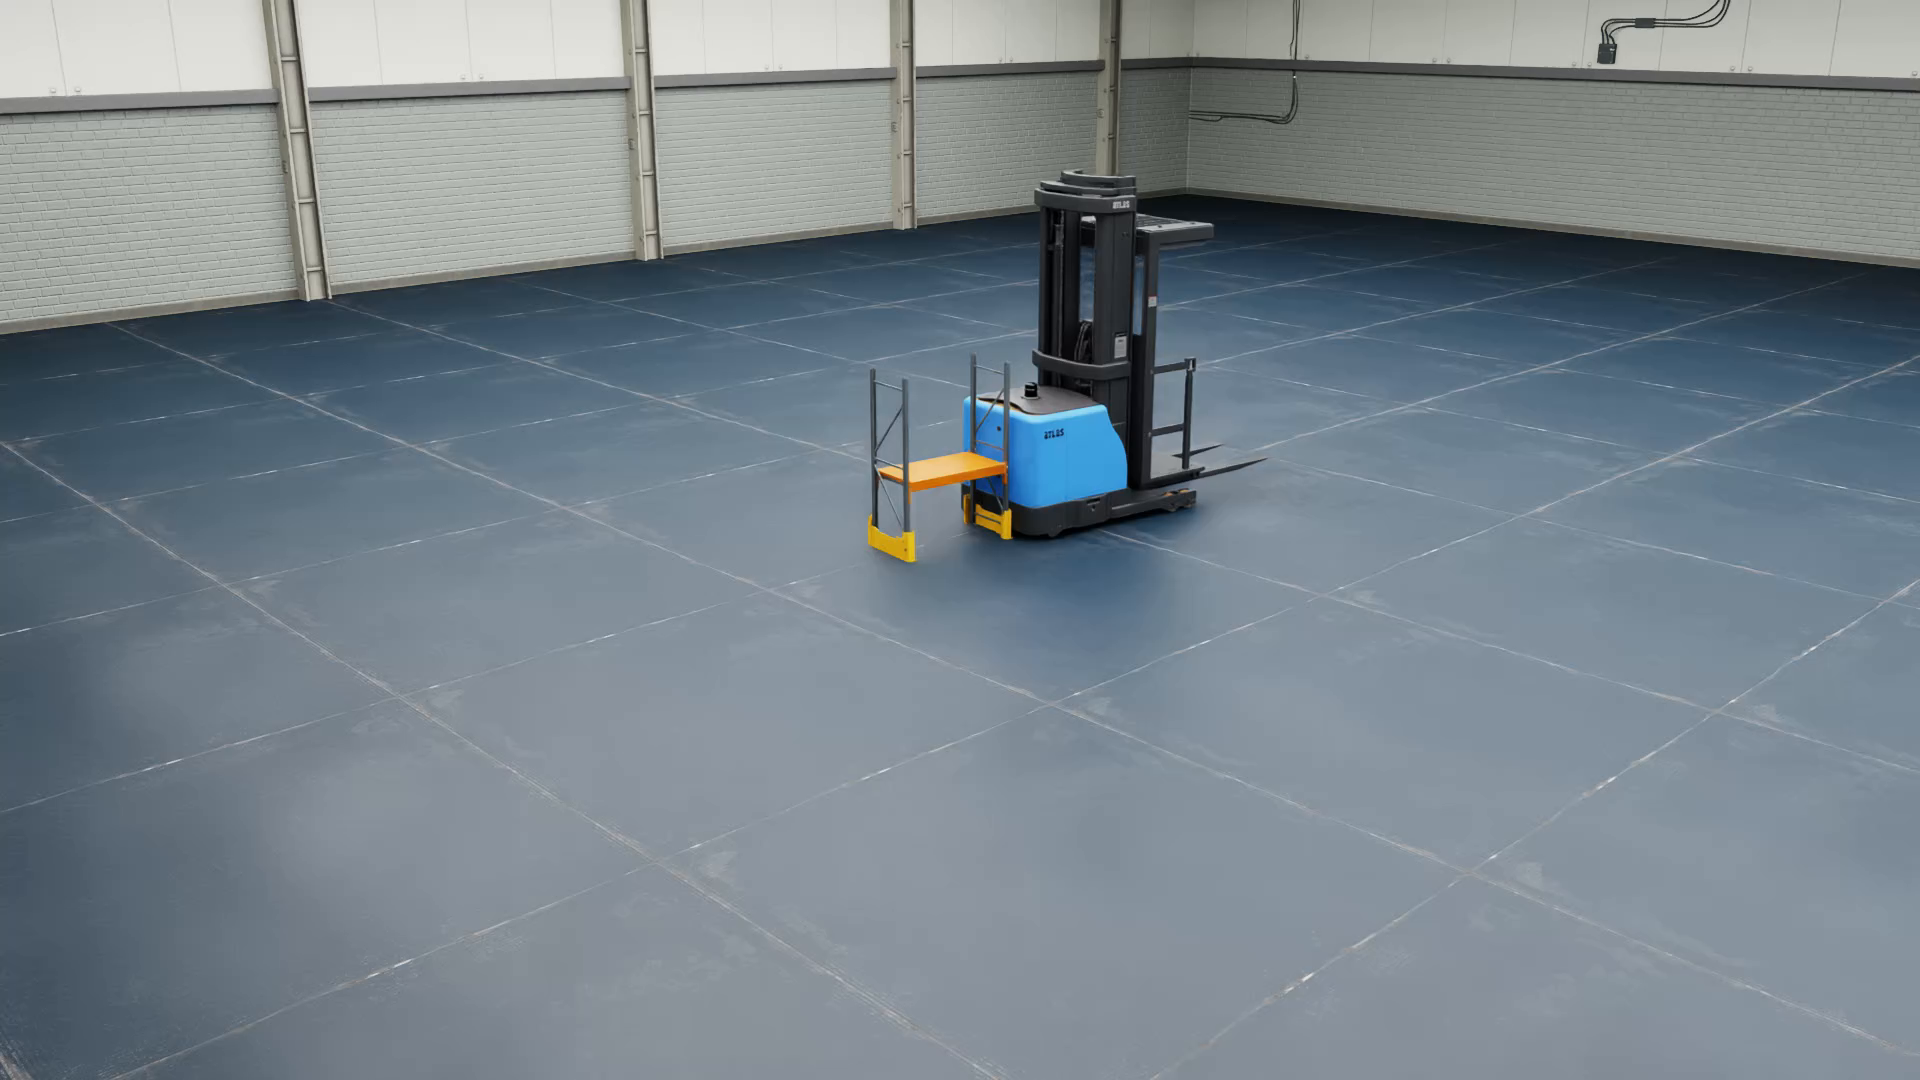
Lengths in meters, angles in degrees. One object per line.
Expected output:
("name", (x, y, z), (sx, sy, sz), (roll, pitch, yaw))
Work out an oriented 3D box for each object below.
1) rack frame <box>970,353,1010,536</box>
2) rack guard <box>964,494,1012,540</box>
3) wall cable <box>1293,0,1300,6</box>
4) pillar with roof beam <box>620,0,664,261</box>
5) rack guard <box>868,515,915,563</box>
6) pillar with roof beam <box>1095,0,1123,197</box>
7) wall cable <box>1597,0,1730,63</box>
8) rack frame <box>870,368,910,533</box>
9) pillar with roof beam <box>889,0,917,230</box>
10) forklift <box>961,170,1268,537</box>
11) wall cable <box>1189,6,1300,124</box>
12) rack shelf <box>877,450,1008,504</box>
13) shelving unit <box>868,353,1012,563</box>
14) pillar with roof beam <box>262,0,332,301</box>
("rack frame", (0.248, -0.796, 14.007), (0.032, 1.500, 0.500), (-13, 22, -35))
("rack guard", (0.233, -0.197, 14.188), (0.087, 0.250, 0.587), (-13, 22, -35))
("wall cable", (8.163, -12.422, 34.554), (0.112, 2.526, 3.097), (-16, 24, -41))
("pillar with roof beam", (-2.506, -8.268, 24.894), (0.400, 9.000, 9.100), (-16, 24, -41))
("rack guard", (-0.565, -0.014, 13.621), (0.087, 0.250, 0.587), (-13, 22, -35))
("pillar with roof beam", (6.213, -10.811, 32.737), (0.400, 9.000, 9.100), (-16, 24, -41))
("wall cable", (12.815, -11.590, 29.627), (0.169, 6.003, 2.305), (-16, 24, -41))
("rack frame", (-0.566, -0.608, 13.428), (0.032, 1.500, 0.500), (-13, 22, -35))
("pillar with roof beam", (1.853, -9.539, 28.816), (0.400, 9.000, 9.100), (-16, 24, -41))
("forklift", (1.494, -1.759, 14.658), (3.031, 2.935, 1.130), (-13, 22, -35))
("wall cable", (6.305, -10.626, 37.203), (0.112, 2.526, 3.097), (-16, 24, -41))
("rack shelf", (-0.159, -0.531, 13.773), (1.000, 0.185, 0.538), (-13, 22, -35))
("shelving unit", (-0.166, -0.700, 13.712), (1.083, 1.500, 0.587), (-13, 22, -35))
("pillar with roof beam", (-6.866, -6.996, 20.973), (0.400, 9.000, 9.100), (-16, 24, -41))
